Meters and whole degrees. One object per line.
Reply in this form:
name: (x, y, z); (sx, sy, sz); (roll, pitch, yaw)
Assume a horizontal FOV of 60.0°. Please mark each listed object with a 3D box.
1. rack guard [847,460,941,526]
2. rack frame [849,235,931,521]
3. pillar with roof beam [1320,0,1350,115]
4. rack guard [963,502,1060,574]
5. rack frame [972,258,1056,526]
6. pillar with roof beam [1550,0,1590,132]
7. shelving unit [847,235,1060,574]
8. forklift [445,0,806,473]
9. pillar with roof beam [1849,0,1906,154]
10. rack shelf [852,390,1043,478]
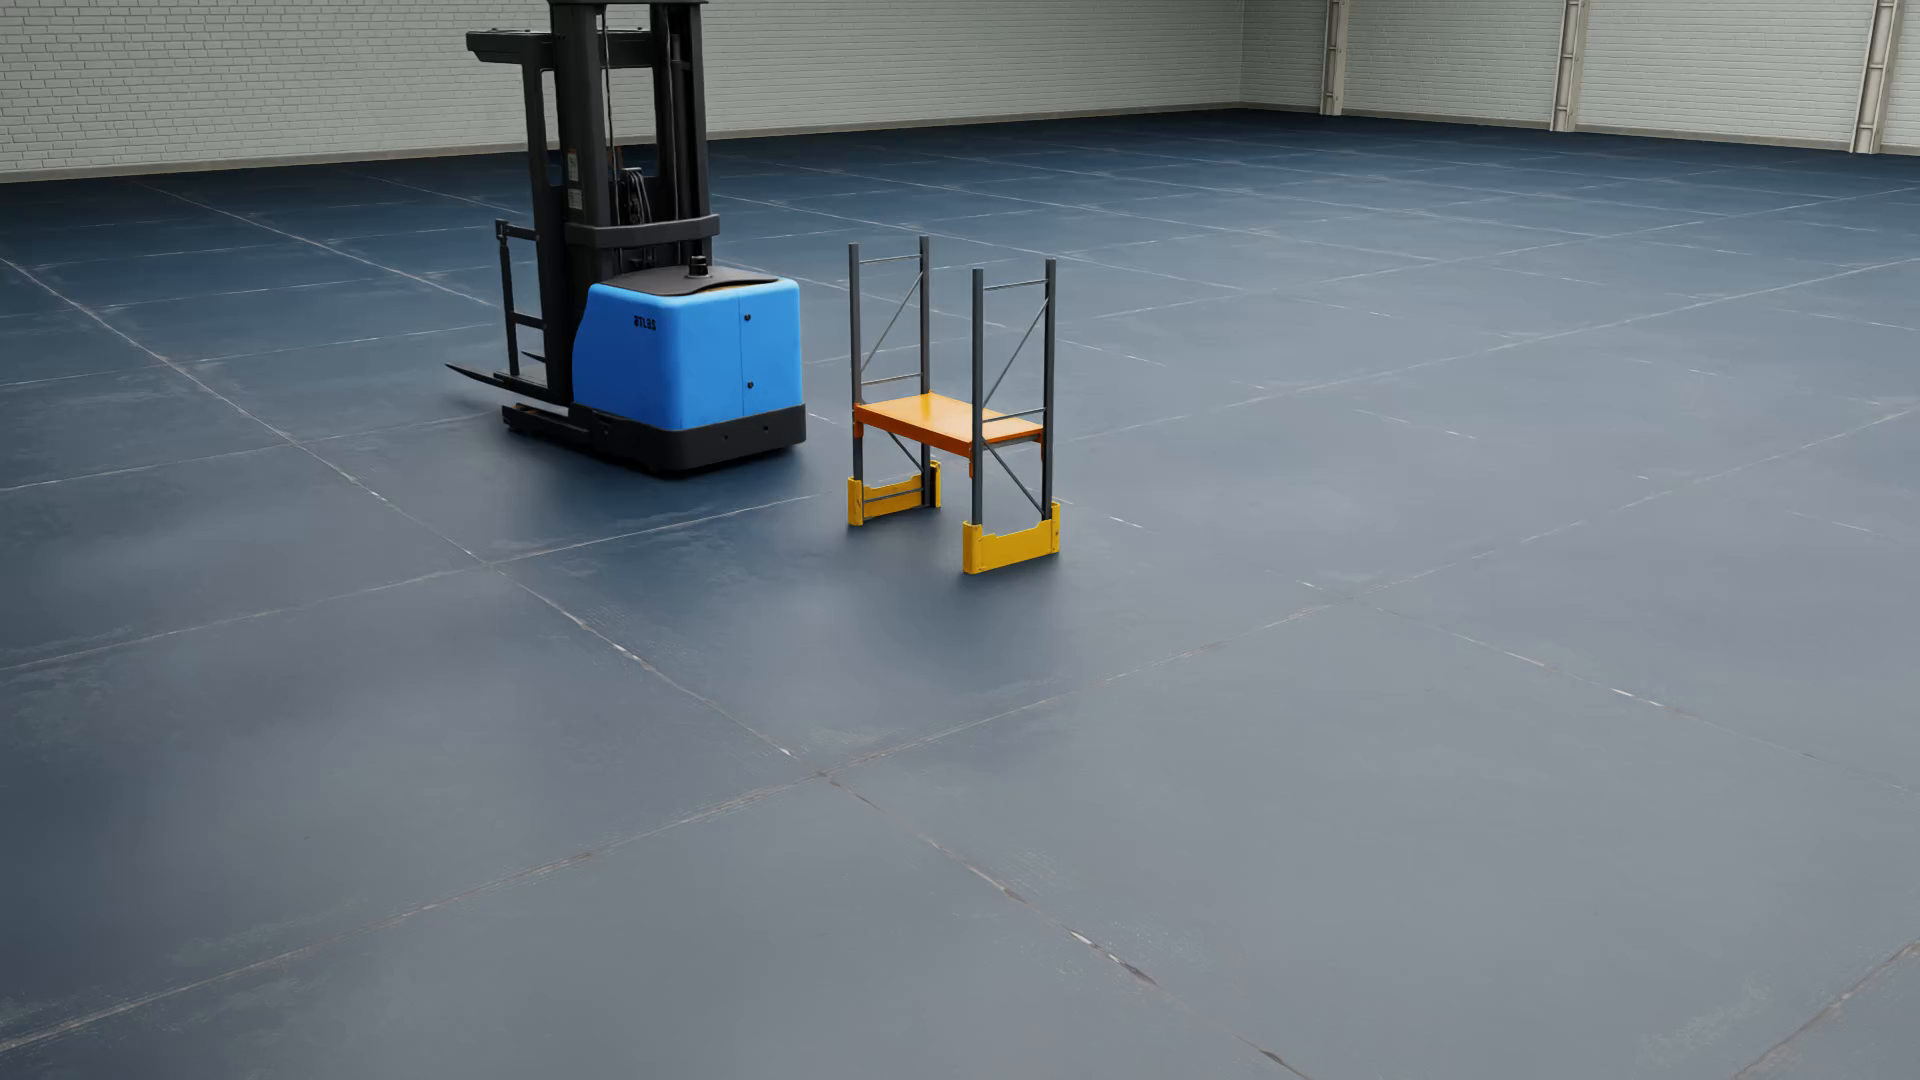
rack guard: (-0.357, -0.260, 9.112); (0.587, 0.250, 0.087); (-14, 23, -36)
rack frame: (-0.369, -0.858, 8.929); (0.500, 1.500, 0.032); (-14, 23, -36)
pillar with roof beam: (5.177, -13.243, 34.402); (9.100, 9.000, 0.400); (-14, 23, -36)
rack guard: (0.262, -0.015, 8.370); (0.587, 0.250, 0.087); (-14, 23, -36)
rack frame: (0.263, -0.608, 8.173); (0.500, 1.500, 0.032); (-14, 23, -36)
pillar with roof beam: (8.902, -11.765, 29.937); (9.100, 9.000, 0.400); (-14, 23, -36)
shelving unit: (-0.047, -0.731, 8.544); (0.587, 1.500, 1.083); (-14, 23, -36)
forklift: (-2.354, -2.169, 10.610); (1.130, 2.935, 3.031); (-17, 25, -42)
pillar with roof beam: (12.628, -10.286, 25.472); (9.100, 9.000, 0.400); (-14, 23, -36)
rack shelf: (-0.053, -0.562, 8.608); (0.538, 0.185, 1.000); (-14, 23, -36)
